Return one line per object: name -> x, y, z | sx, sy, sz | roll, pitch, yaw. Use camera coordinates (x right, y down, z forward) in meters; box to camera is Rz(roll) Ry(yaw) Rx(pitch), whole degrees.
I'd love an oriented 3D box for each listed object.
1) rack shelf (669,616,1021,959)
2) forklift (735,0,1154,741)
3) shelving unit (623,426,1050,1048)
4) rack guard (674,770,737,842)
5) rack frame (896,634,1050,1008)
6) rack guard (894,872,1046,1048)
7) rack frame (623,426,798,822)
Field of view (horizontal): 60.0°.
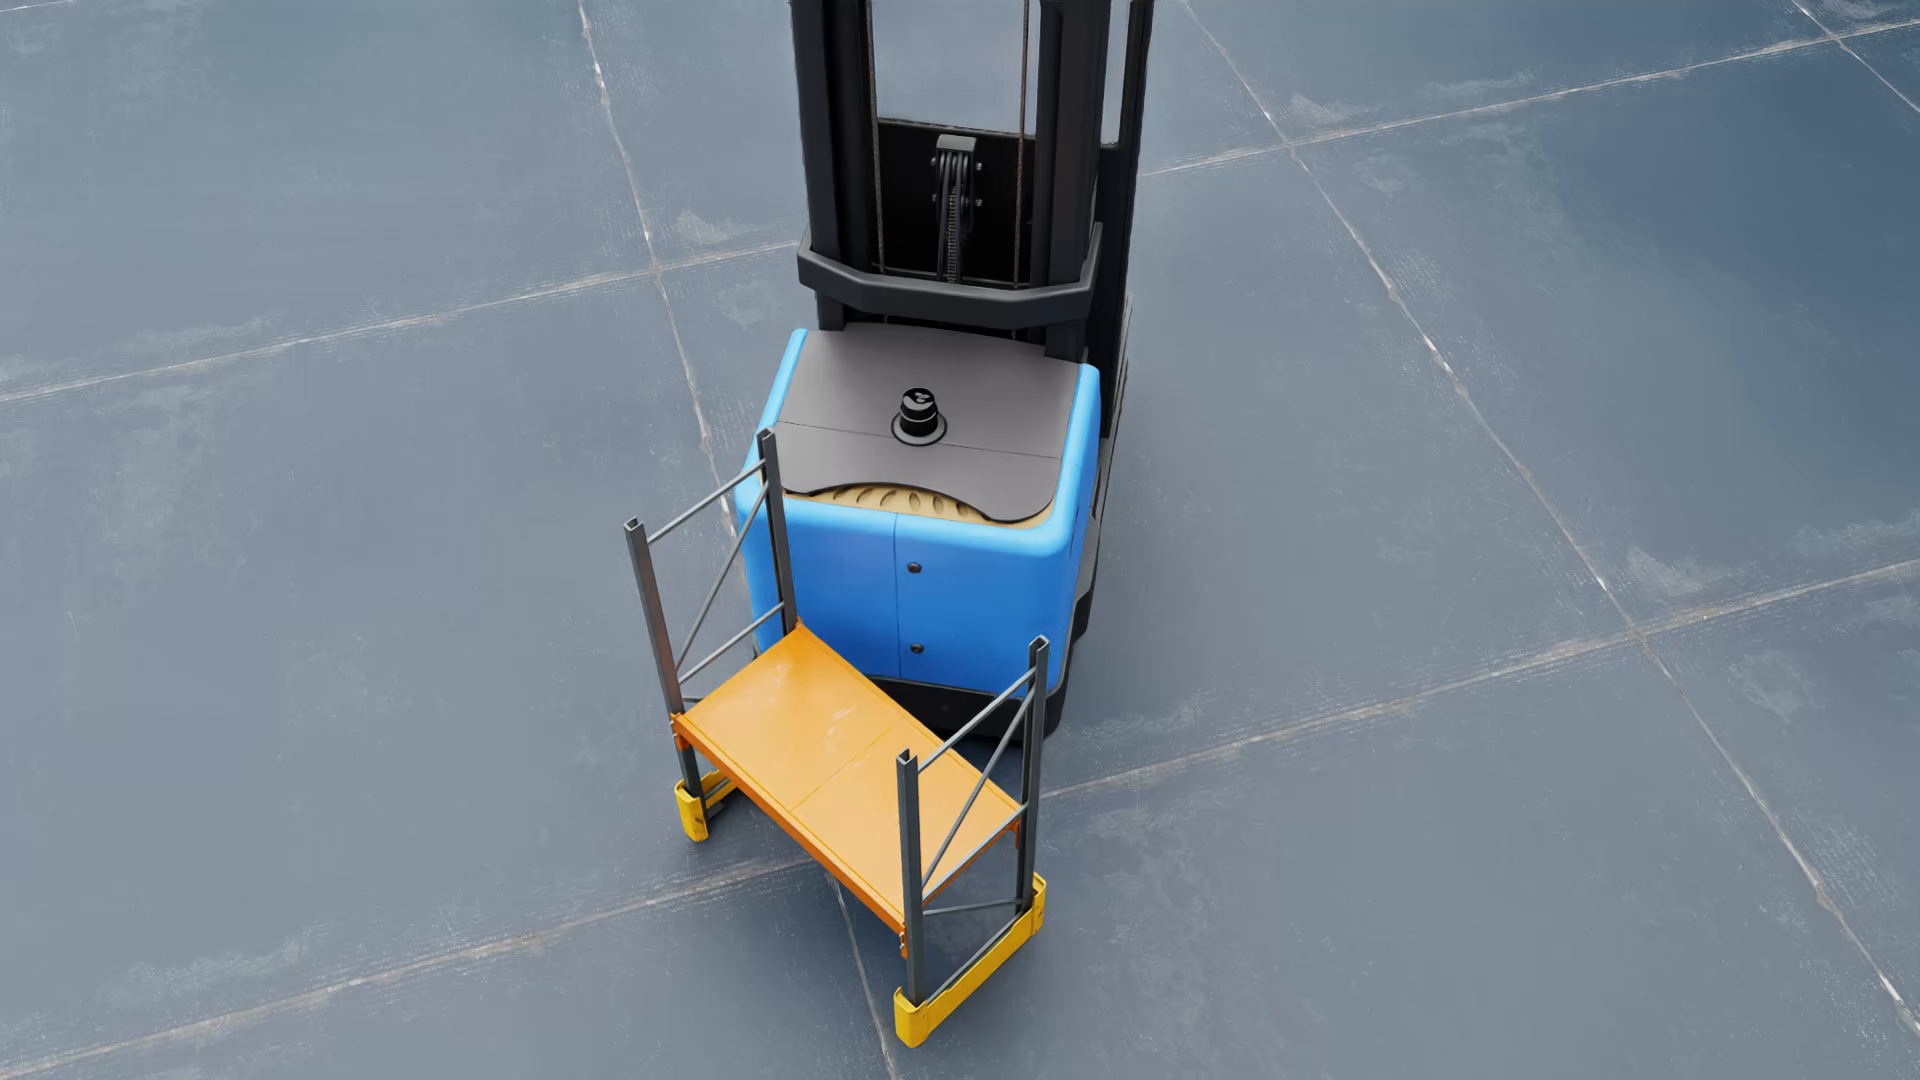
rack shelf -> -0.328, 0.704, 4.911 | 1.000, 0.185, 0.538 | 37, 59, 27
forklift -> 0.074, -1.419, 5.529 | 1.130, 2.935, 3.031 | 8, 50, 7
shelving unit -> -0.321, 0.593, 4.769 | 1.083, 1.500, 0.587 | 37, 59, 27
rack guard -> -0.677, 0.729, 5.472 | 0.087, 0.250, 0.587 | 37, 59, 27
rack frame -> 0.035, 0.860, 4.544 | 0.032, 1.500, 0.500 | 37, 59, 27
rack guard -> 0.035, 1.262, 5.023 | 0.087, 0.250, 0.587 | 37, 59, 27
rack frame -> -0.691, 0.316, 5.003 | 0.032, 1.500, 0.500 | 37, 59, 27
